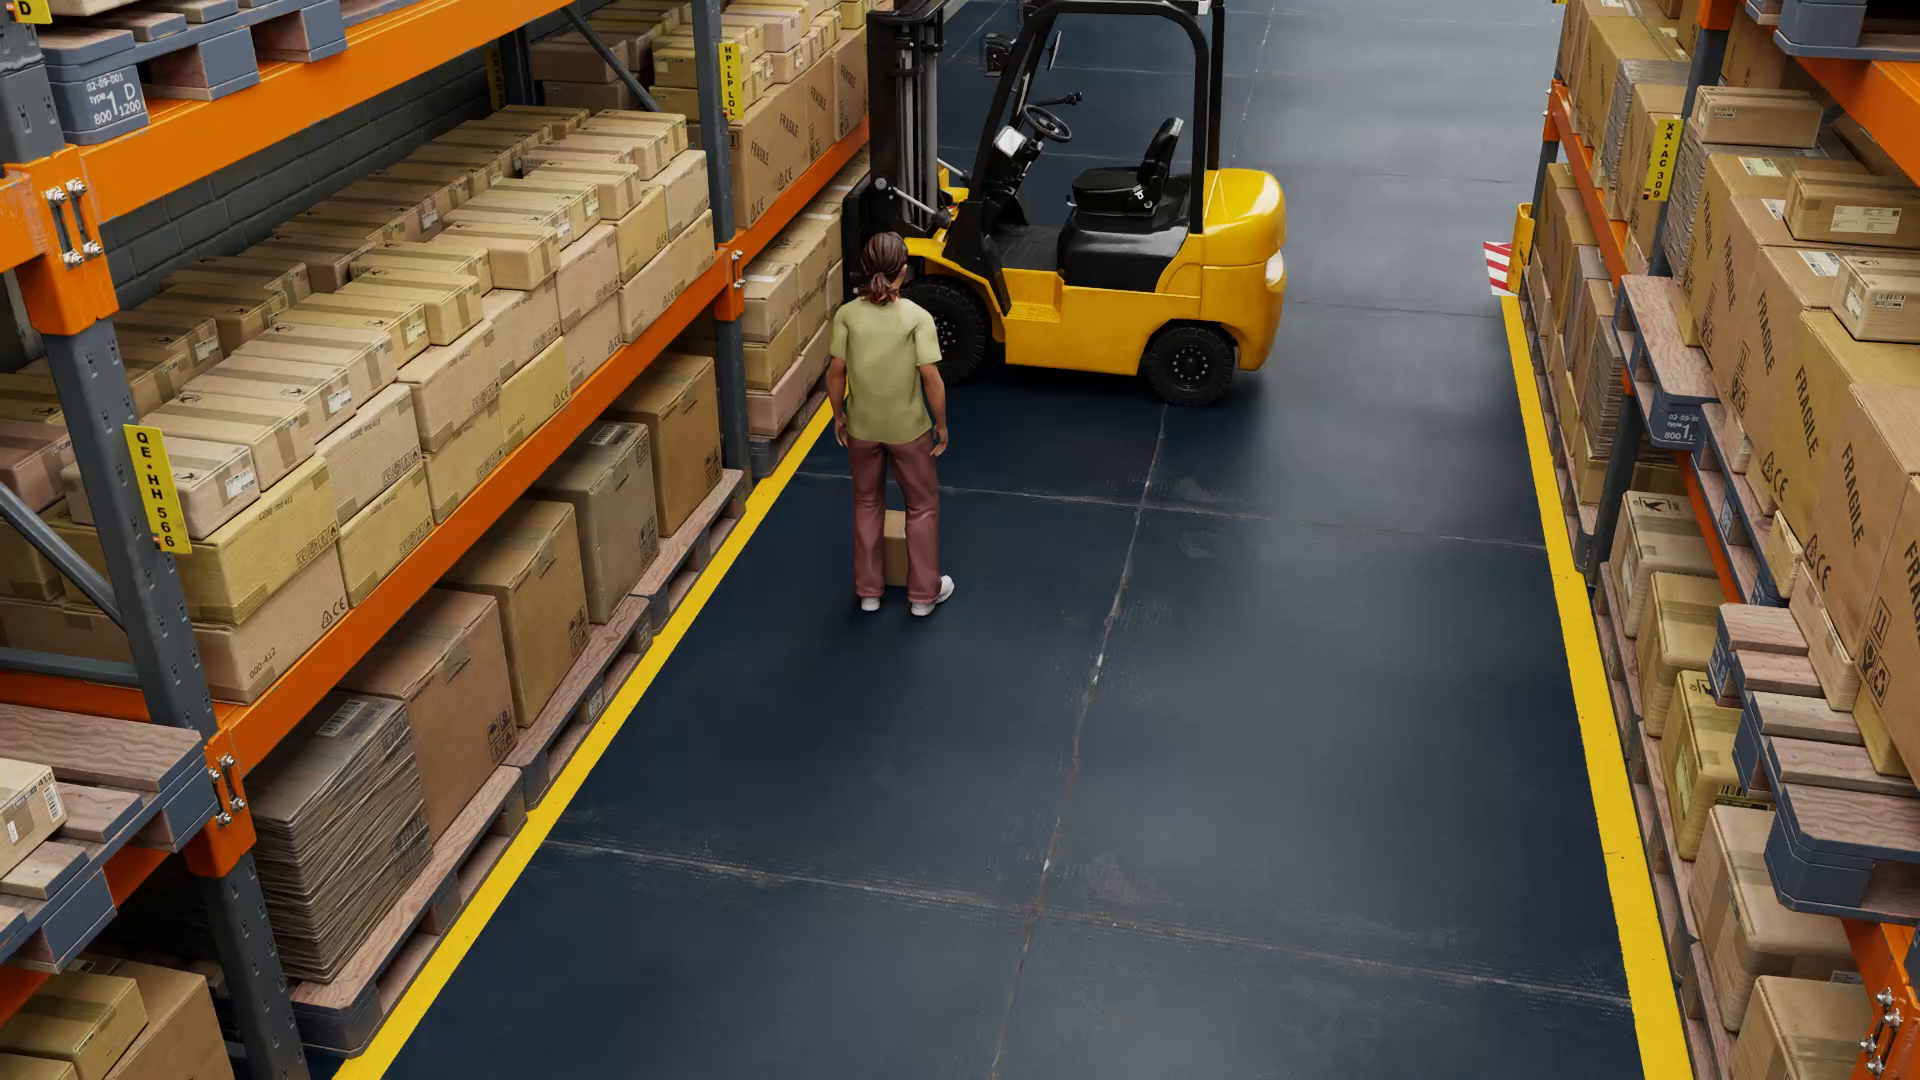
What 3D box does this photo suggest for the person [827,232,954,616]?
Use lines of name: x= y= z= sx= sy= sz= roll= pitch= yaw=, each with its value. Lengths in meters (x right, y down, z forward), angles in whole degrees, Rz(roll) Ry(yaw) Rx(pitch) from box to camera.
person: x=-0.294 y=-0.466 z=6.969 sx=0.499 sy=1.673 sz=0.357 roll=6 pitch=29 yaw=11
